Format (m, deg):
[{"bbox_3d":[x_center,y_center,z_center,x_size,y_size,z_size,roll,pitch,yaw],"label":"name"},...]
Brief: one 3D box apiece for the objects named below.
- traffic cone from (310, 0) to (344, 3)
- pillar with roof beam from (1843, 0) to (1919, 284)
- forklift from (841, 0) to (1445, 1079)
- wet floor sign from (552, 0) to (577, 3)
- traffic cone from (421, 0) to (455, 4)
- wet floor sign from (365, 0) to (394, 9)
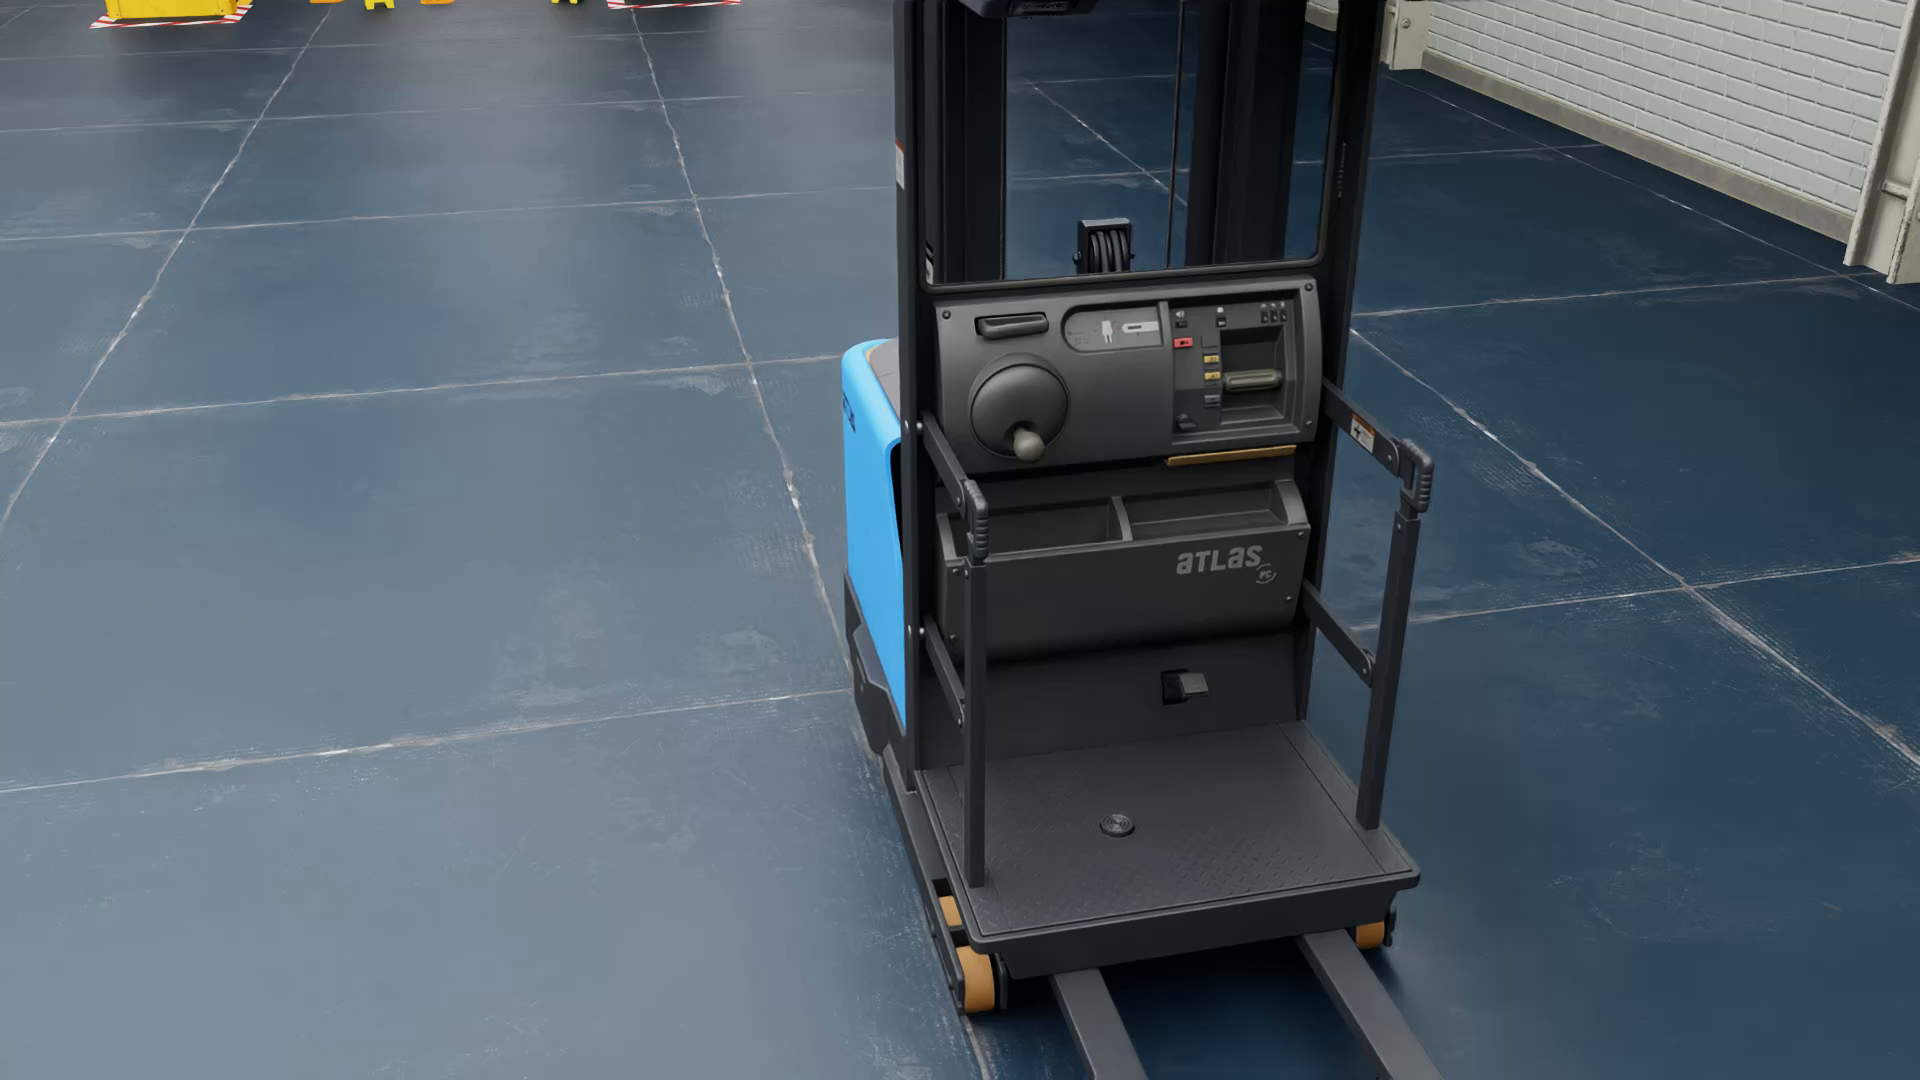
[{"bbox_3d":[-6.651,-5.887,17.399,0.336,0.463,0.334,-6,27,-12],"label":"traffic cone"},{"bbox_3d":[0.951,-5.065,6.297,9.100,9.000,0.400,-6,27,-12],"label":"pillar with roof beam"},{"bbox_3d":[0.454,-0.359,3.708,1.130,2.935,3.031,-6,27,-12],"label":"forklift"},{"bbox_3d":[-4.115,-5.946,17.314,0.267,0.644,0.232,3,27,6],"label":"wet floor sign"},{"bbox_3d":[-5.474,-5.852,17.331,0.336,0.463,0.334,-6,27,-12],"label":"traffic cone"},{"bbox_3d":[-5.979,-5.779,16.984,0.267,0.644,0.232,-11,29,-20],"label":"wet floor sign"}]
